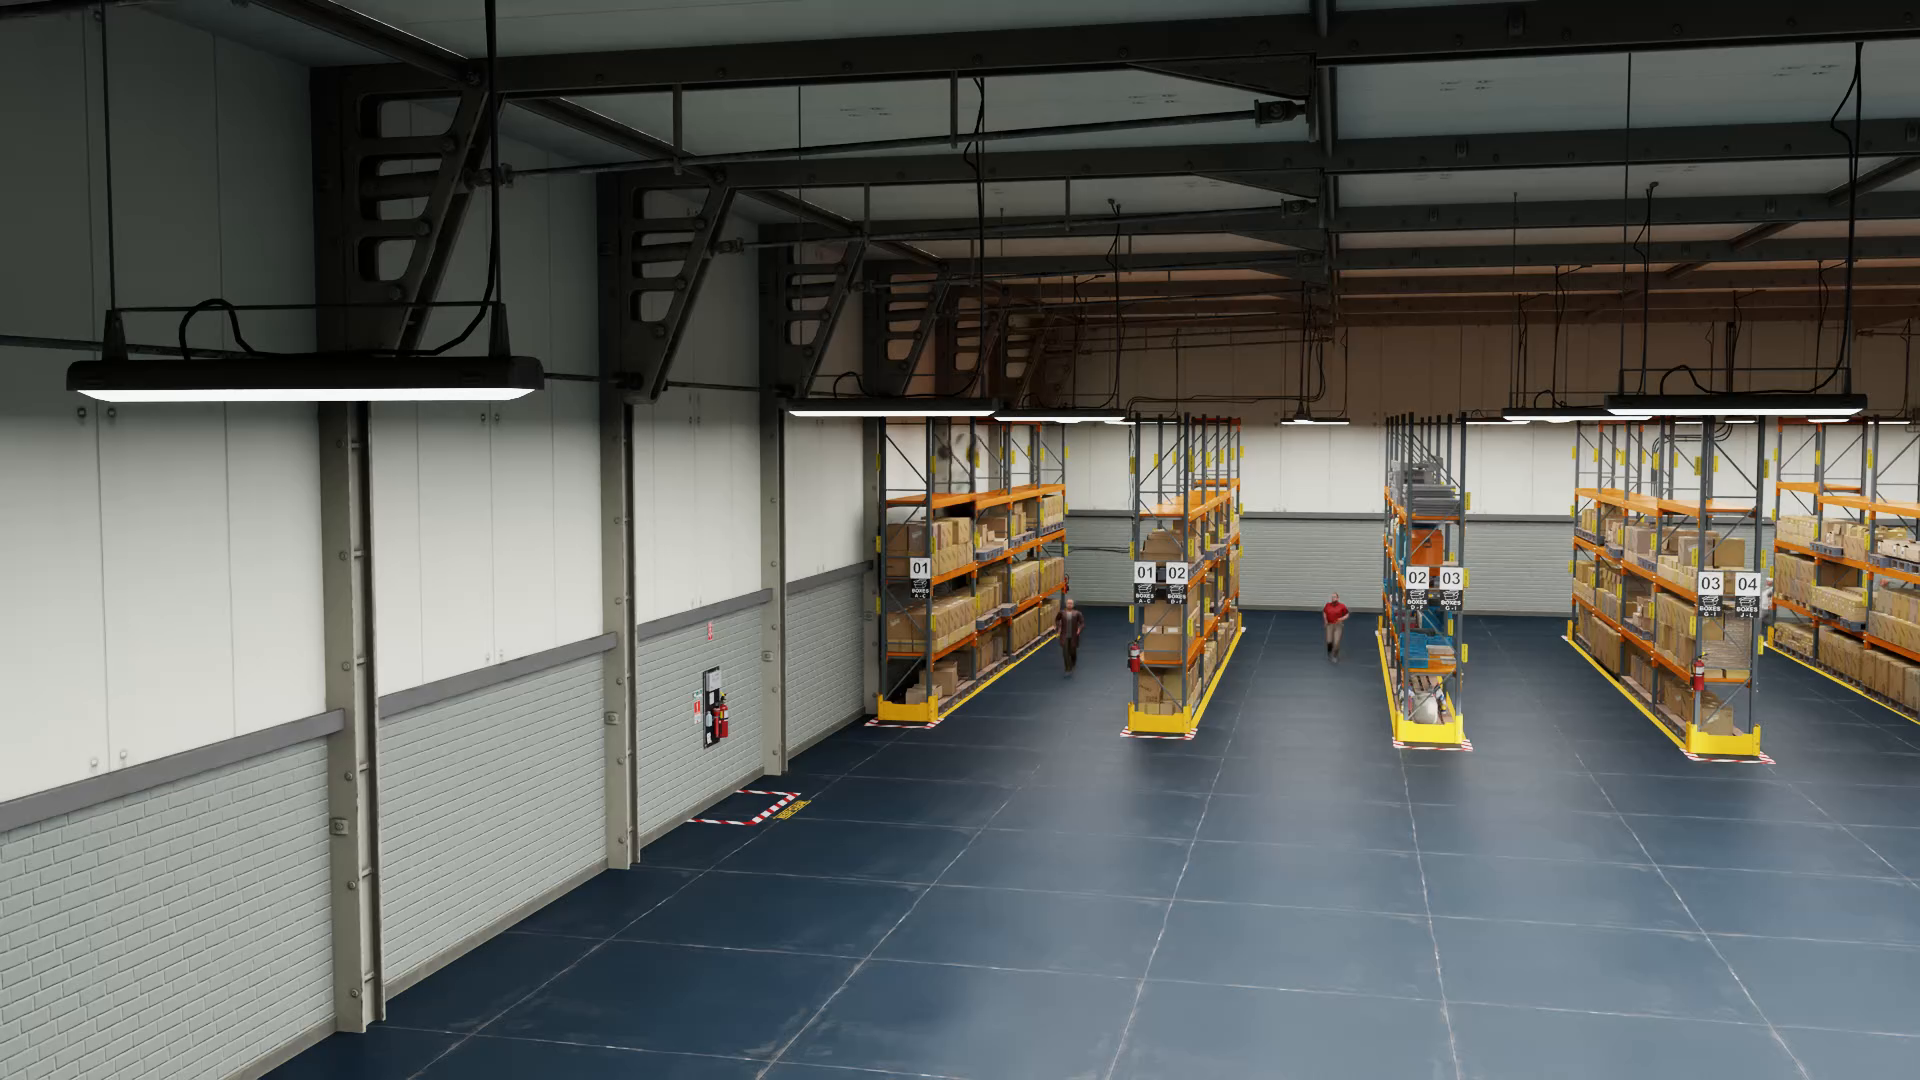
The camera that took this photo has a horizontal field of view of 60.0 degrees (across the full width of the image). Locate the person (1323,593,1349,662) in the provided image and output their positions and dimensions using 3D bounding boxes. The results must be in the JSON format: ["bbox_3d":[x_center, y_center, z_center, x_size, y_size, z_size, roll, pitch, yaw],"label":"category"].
[{"bbox_3d":[9.118,2.140,40.467,0.644,1.694,0.609,2,4,24],"label":"person"}]

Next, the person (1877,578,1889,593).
[{"bbox_3d":[24.451,1.888,44.096,0.741,1.771,0.625,0,4,4],"label":"person"}]

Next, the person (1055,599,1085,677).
[{"bbox_3d":[2.538,2.249,38.608,0.711,1.765,0.880,1,4,8],"label":"person"}]

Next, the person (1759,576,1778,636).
[{"bbox_3d":[21.685,1.822,44.722,0.886,1.746,0.710,1,4,20],"label":"person"}]
